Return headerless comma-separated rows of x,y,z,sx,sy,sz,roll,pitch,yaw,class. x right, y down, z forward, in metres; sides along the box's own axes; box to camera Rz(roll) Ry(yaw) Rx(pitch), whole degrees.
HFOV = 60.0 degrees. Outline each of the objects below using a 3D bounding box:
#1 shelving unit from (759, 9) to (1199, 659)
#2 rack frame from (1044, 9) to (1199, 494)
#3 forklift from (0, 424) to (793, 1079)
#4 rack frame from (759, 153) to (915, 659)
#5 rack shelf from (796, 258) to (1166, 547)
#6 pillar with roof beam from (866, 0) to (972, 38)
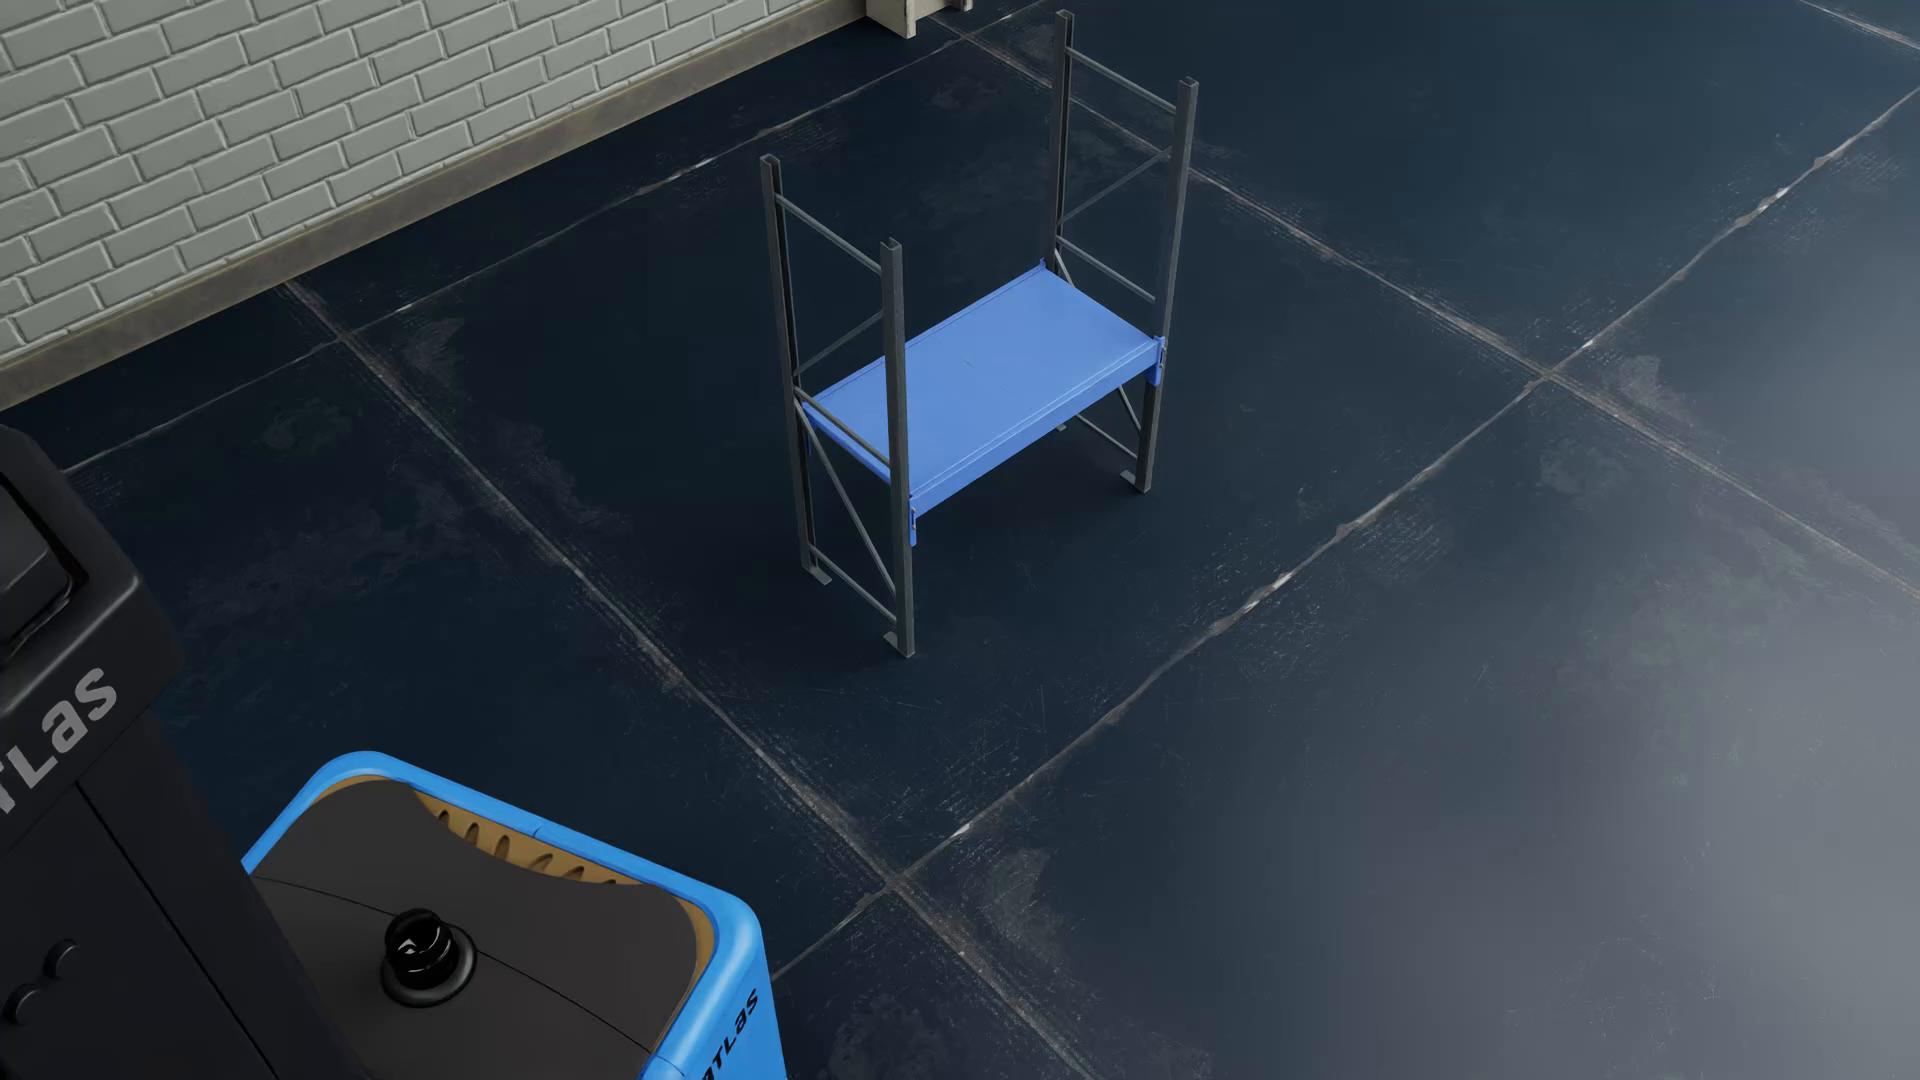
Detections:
0.063,-0.551,4.738,1.048,1.500,0.538,-34,56,-27,shelving unit
0.439,-0.802,4.970,0.032,1.500,0.500,-34,56,-27,rack frame
-1.419,1.281,2.074,1.130,2.935,3.031,18,50,16,forklift
-0.313,-0.299,4.506,0.032,1.500,0.500,-34,56,-27,rack frame
0.063,-0.429,4.870,1.000,0.185,0.538,-34,56,-27,rack shelf
2.706,-3.083,1.972,0.400,9.000,9.100,-34,56,-27,pillar with roof beam
